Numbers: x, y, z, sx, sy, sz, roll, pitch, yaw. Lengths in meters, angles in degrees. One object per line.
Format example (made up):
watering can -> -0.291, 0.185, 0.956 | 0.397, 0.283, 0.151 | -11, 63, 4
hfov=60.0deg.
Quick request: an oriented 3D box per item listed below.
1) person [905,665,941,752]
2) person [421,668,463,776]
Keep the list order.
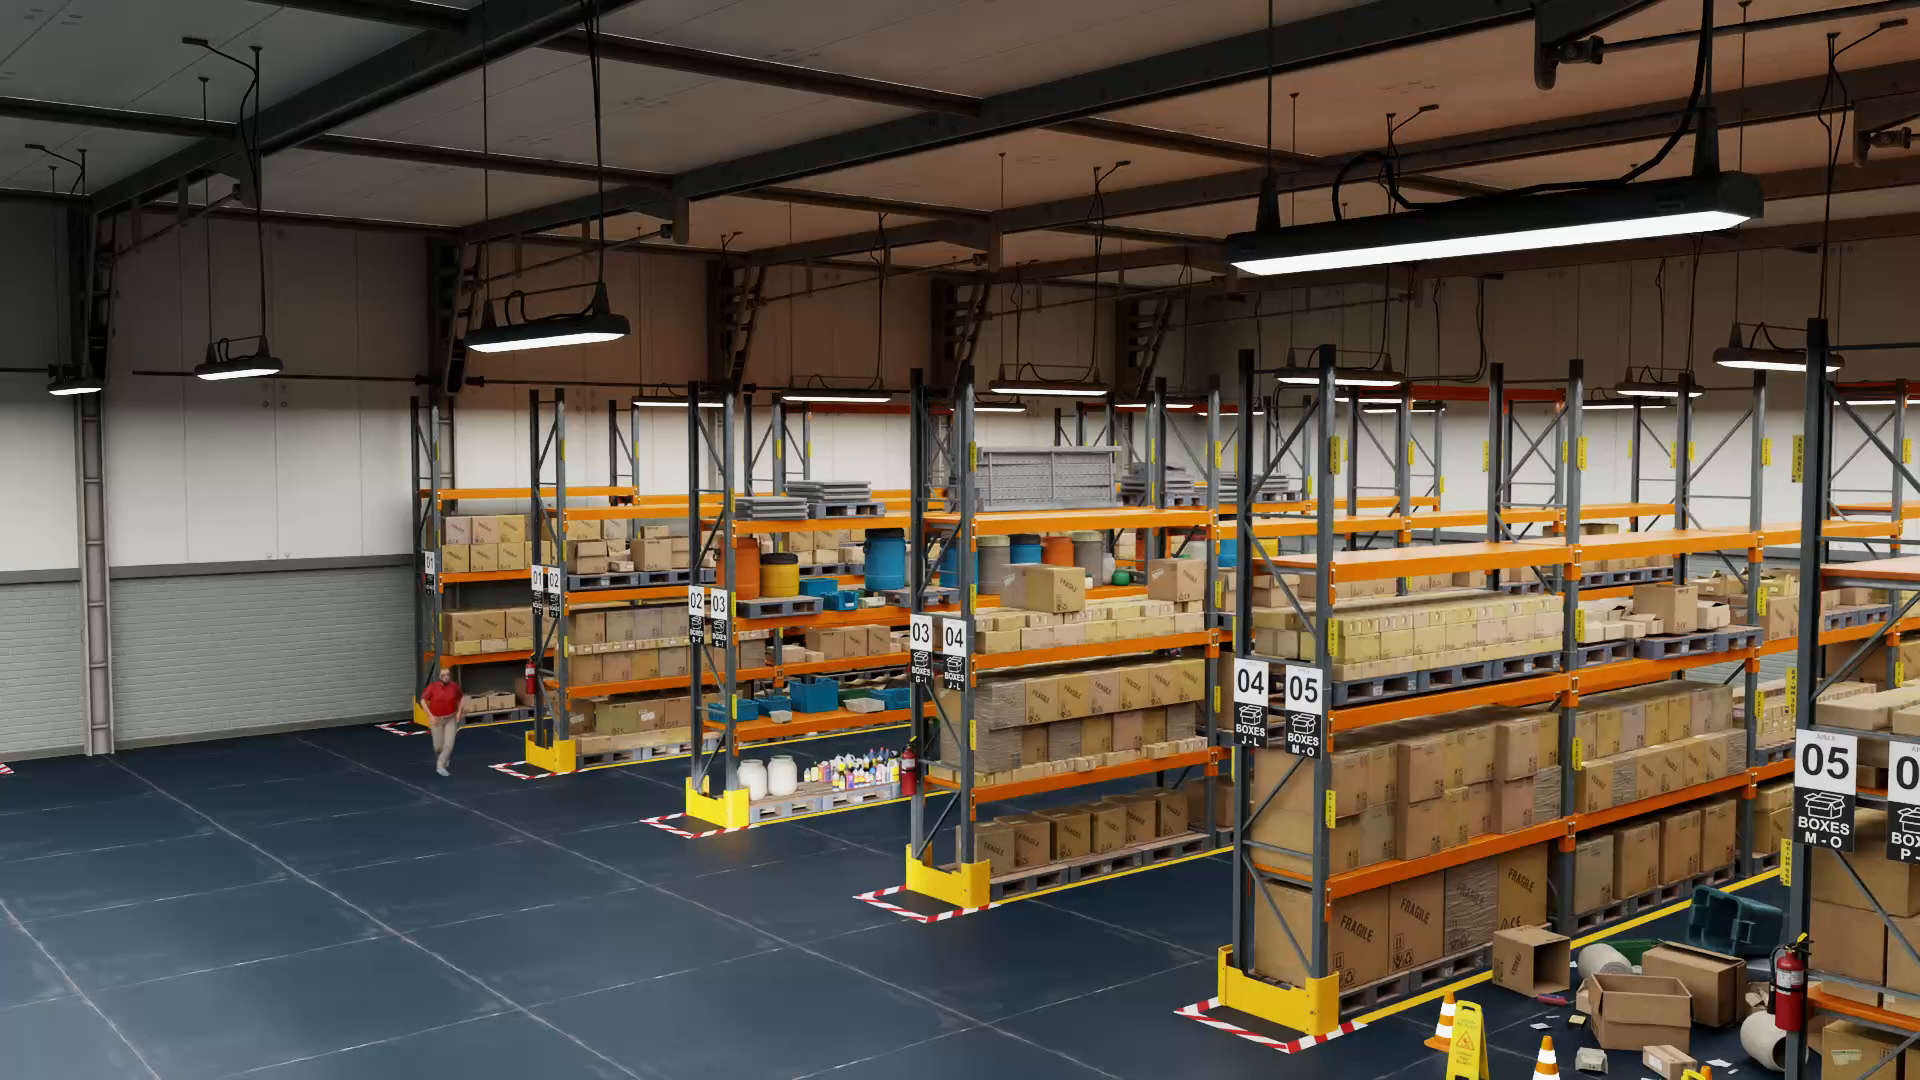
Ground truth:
person -> -0.470, 2.753, 27.080 | 1.114, 1.571, 0.663 | -1, 4, -20
person -> -8.082, 2.811, 25.951 | 0.651, 1.682, 0.587 | -2, 4, -25
